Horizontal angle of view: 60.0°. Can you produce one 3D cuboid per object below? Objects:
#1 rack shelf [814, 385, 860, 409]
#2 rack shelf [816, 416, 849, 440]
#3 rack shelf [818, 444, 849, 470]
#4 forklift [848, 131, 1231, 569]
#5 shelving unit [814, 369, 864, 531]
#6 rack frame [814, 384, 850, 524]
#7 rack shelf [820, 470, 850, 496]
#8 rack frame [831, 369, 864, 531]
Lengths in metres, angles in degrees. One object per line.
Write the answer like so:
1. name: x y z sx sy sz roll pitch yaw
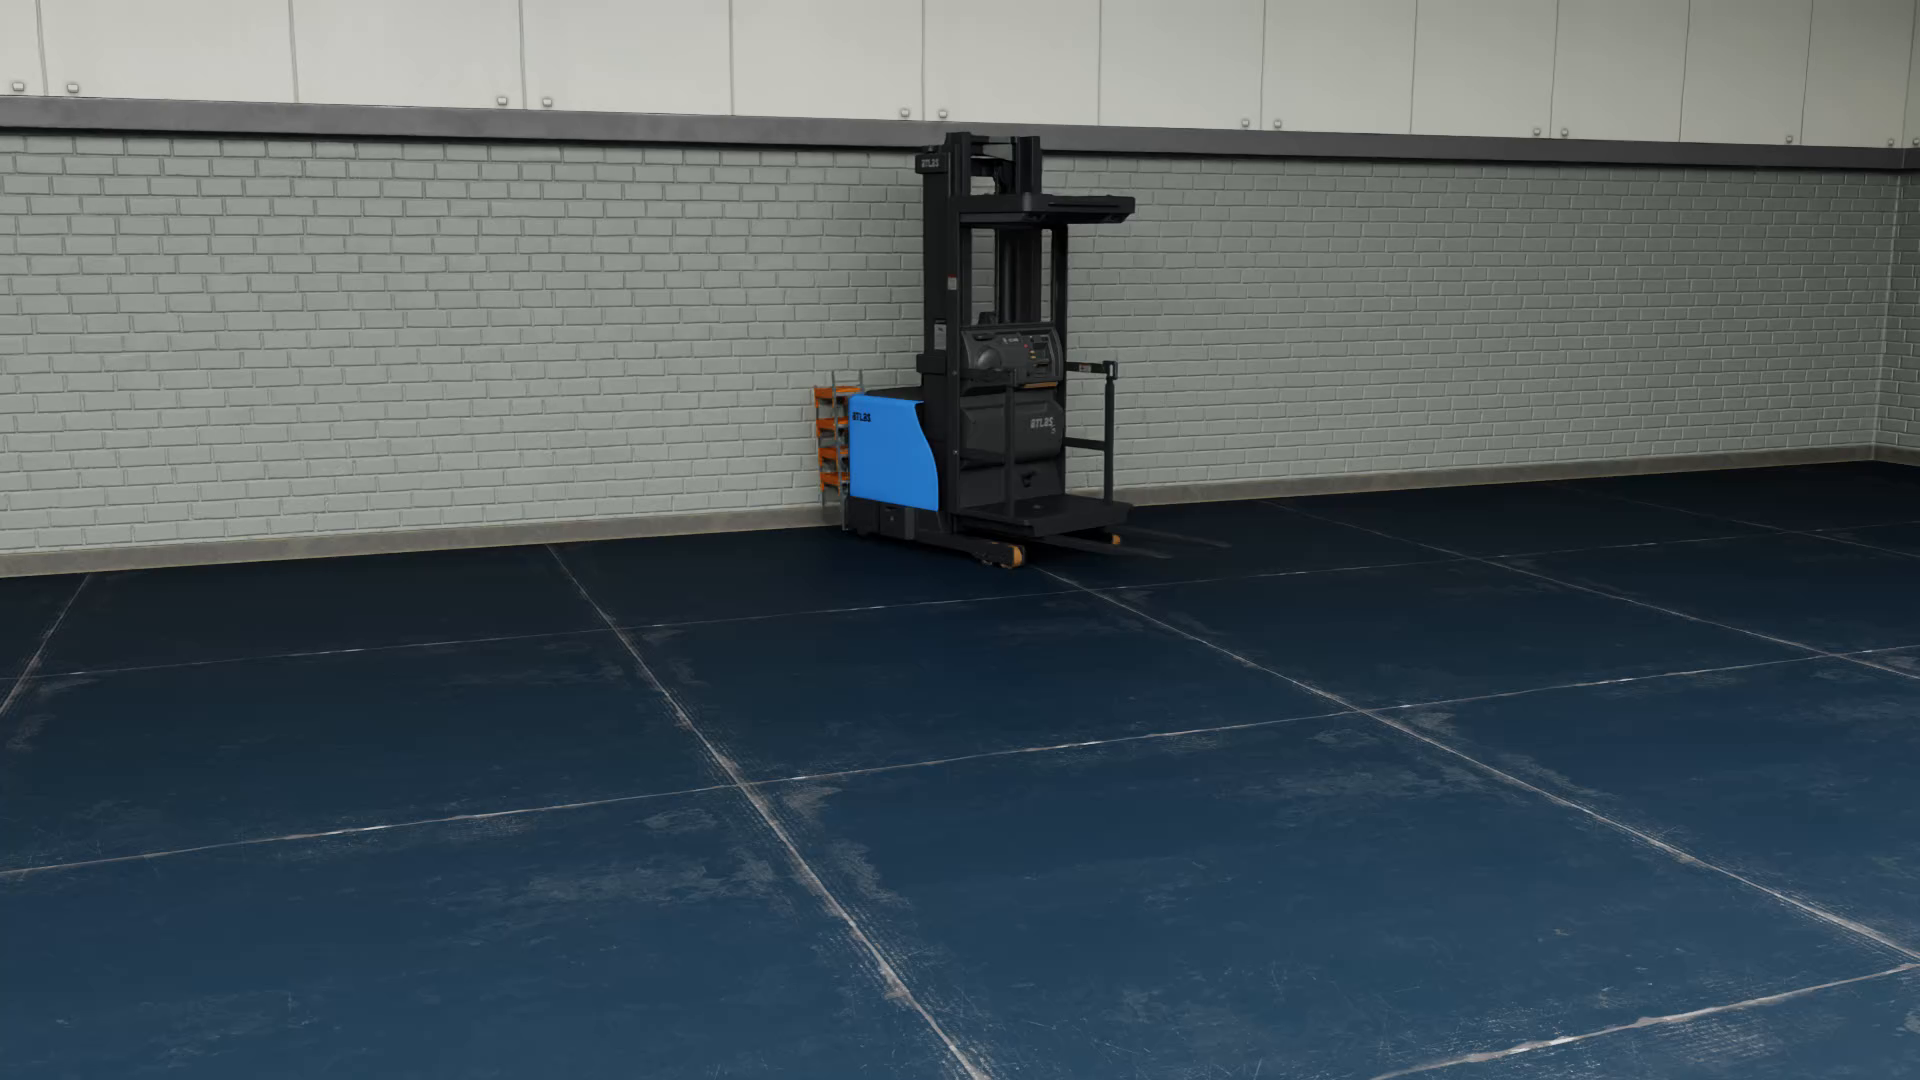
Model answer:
1. rack shelf: -0.923 -1.093 12.688 0.258 0.148 0.480 -6 9 -21
2. rack shelf: -0.909 -0.859 12.721 0.258 0.148 0.480 -6 9 -21
3. rack shelf: -0.896 -0.638 12.753 0.258 0.148 0.480 -6 9 -21
4. forklift: 0.519 -1.344 11.607 1.130 2.935 3.031 -9 14 -42
5. shelving unit: -0.900 -0.704 12.743 0.258 1.200 0.503 -6 9 -21
6. rack frame: -0.989 -0.731 12.969 0.240 1.200 0.015 -6 9 -21
7. rack shelf: -0.884 -0.441 12.780 0.258 0.148 0.480 -6 9 -21
8. rack frame: -0.812 -0.678 12.517 0.240 1.200 0.015 -6 9 -21
